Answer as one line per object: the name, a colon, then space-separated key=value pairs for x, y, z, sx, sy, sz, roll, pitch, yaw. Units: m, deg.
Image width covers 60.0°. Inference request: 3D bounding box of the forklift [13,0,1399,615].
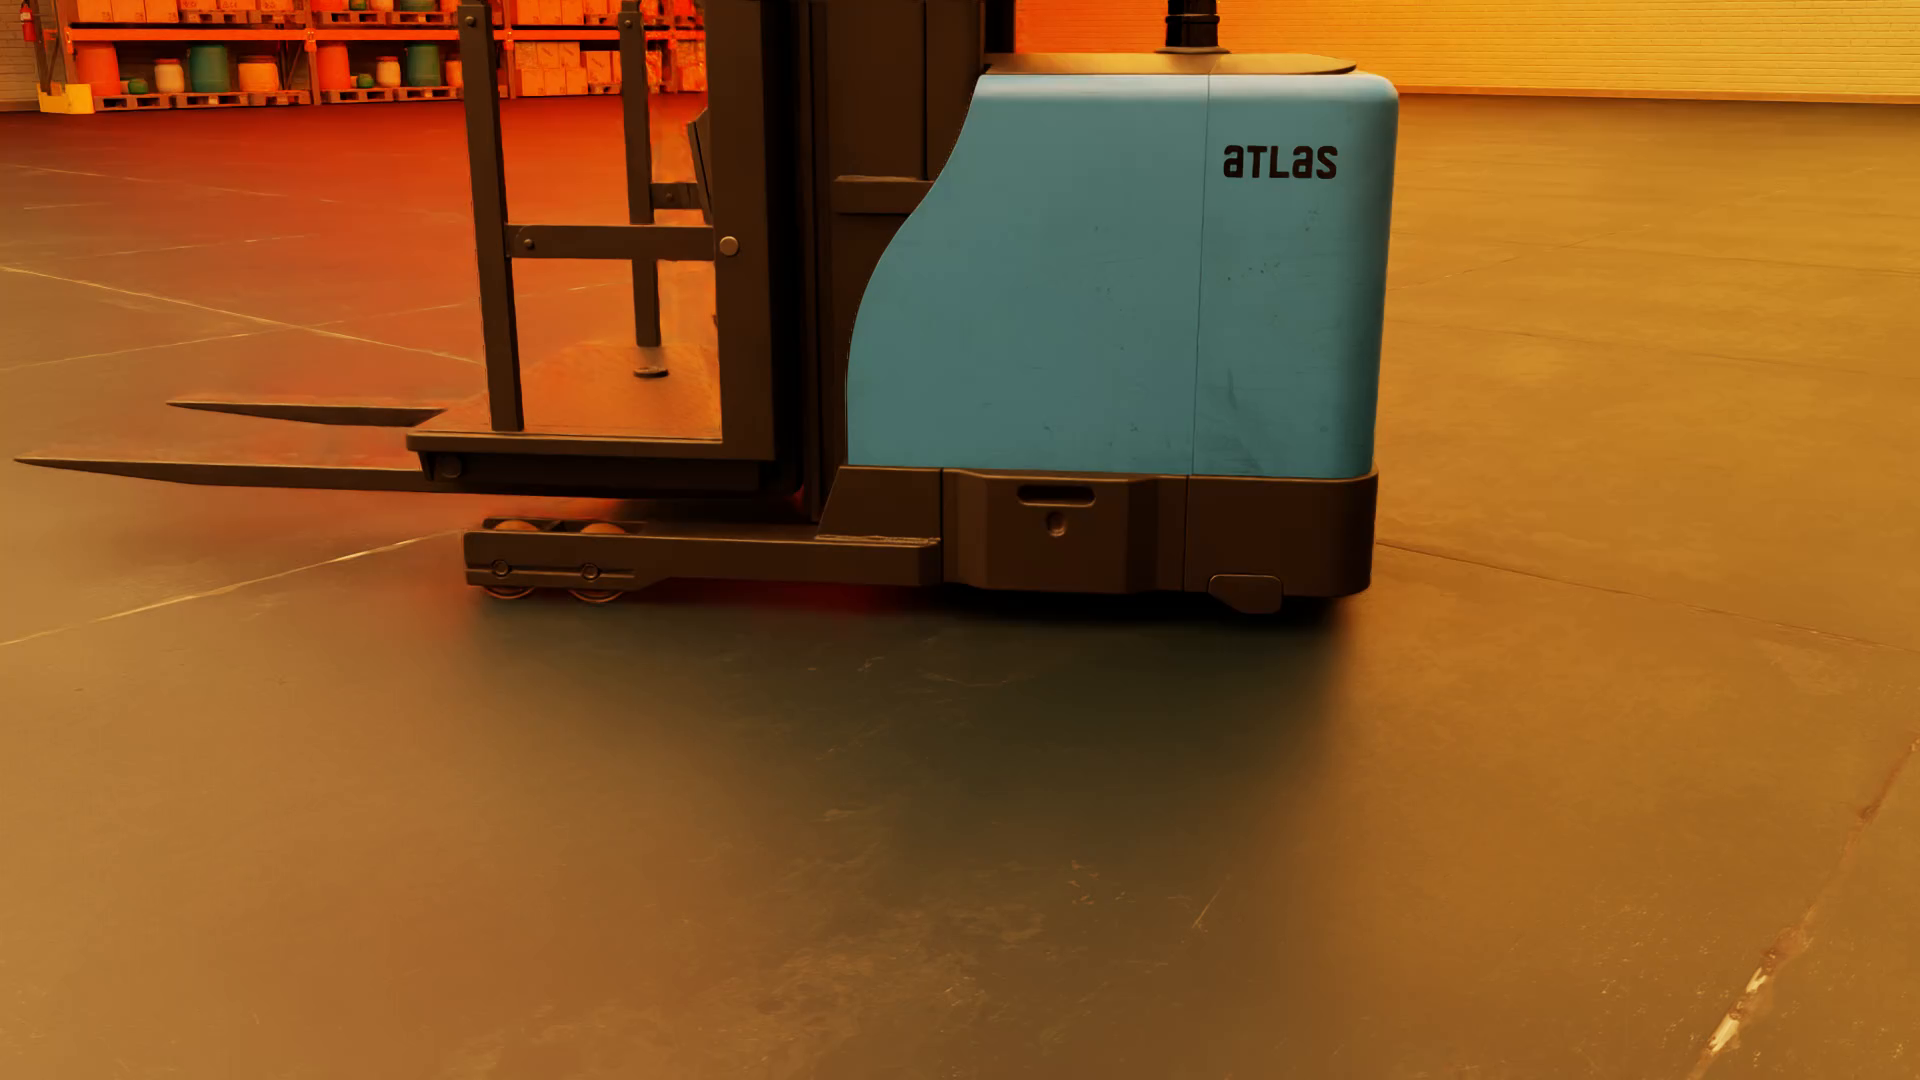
forklift: x=-0.616 y=-1.419 z=3.570 sx=3.031 sy=2.935 sz=1.130 roll=2 pitch=17 yaw=6
